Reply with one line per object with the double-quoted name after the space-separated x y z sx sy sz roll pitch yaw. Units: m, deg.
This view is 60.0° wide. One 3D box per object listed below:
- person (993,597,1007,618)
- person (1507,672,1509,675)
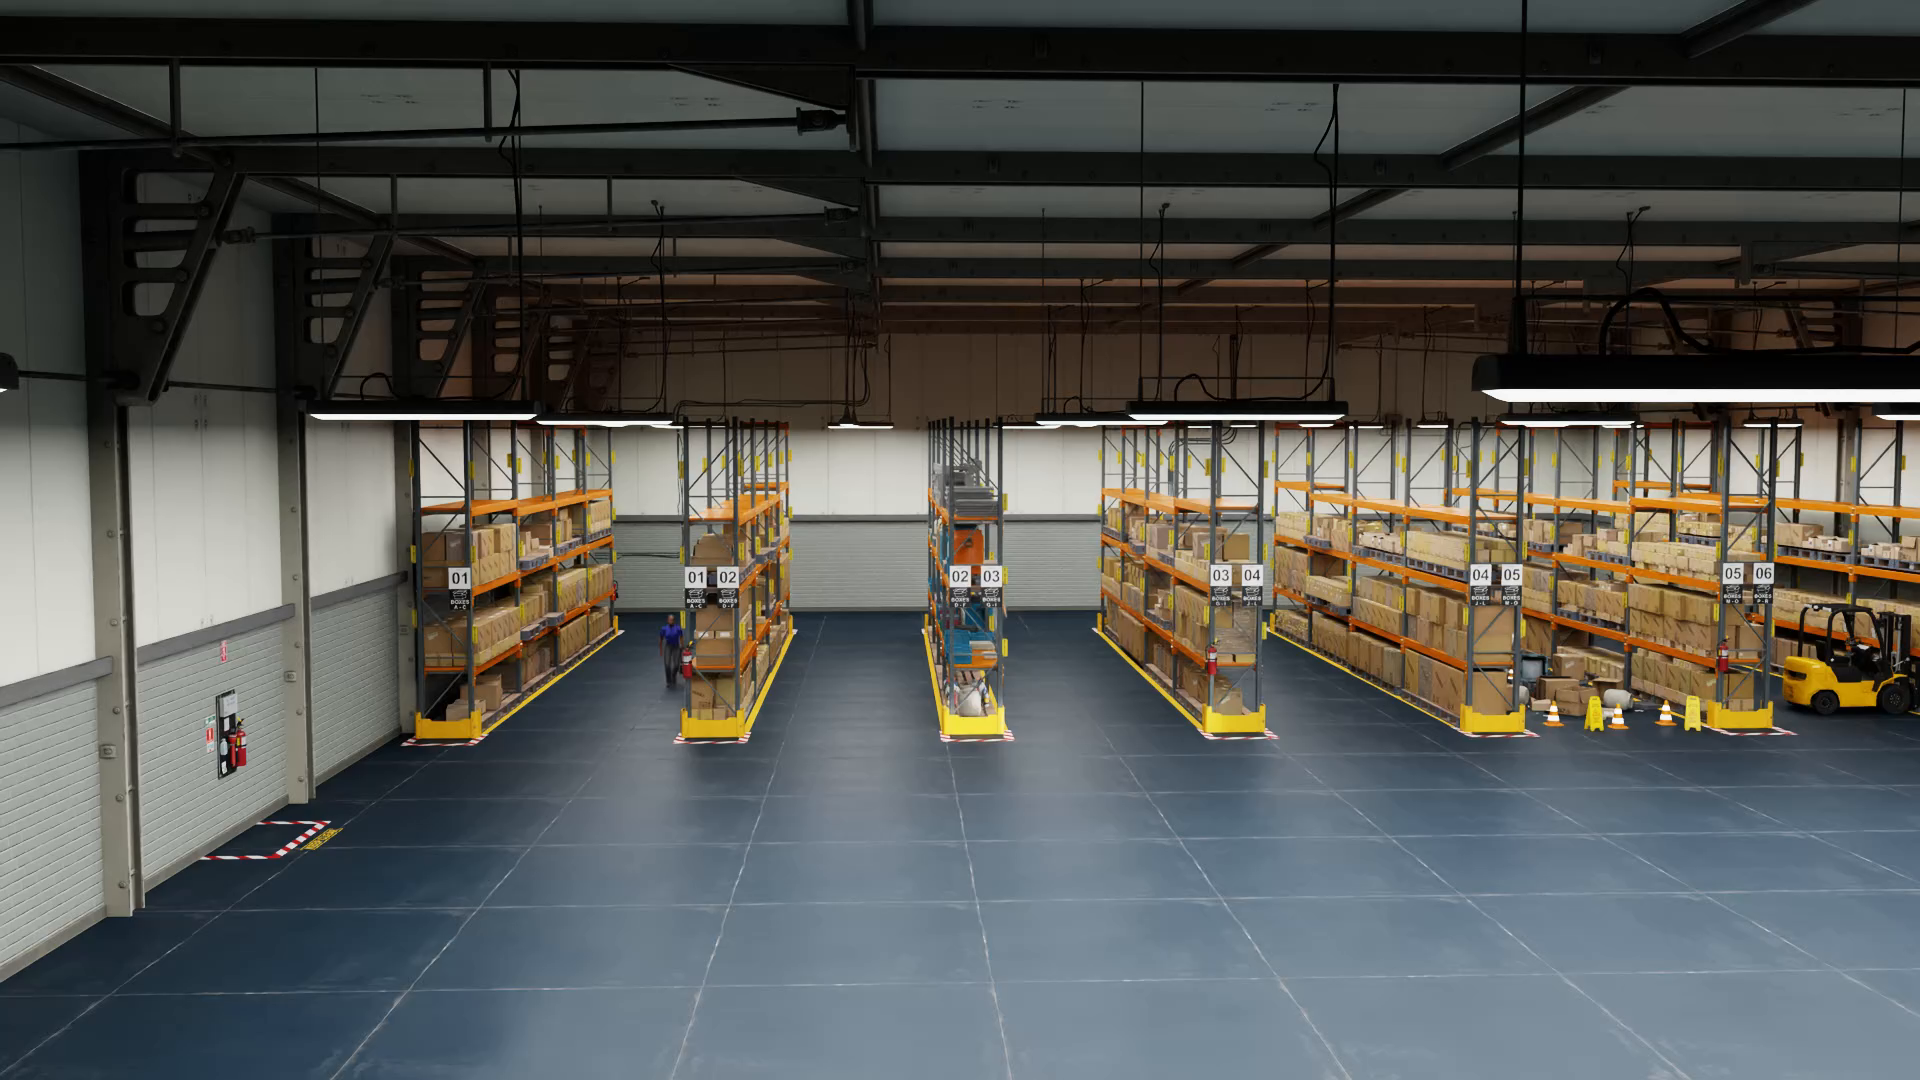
1.012 1.670 44.616 0.449 0.975 0.468 -2 4 -30 "person"
12.810 3.108 38.822 0.320 0.242 0.555 -1 4 -14 "person"
